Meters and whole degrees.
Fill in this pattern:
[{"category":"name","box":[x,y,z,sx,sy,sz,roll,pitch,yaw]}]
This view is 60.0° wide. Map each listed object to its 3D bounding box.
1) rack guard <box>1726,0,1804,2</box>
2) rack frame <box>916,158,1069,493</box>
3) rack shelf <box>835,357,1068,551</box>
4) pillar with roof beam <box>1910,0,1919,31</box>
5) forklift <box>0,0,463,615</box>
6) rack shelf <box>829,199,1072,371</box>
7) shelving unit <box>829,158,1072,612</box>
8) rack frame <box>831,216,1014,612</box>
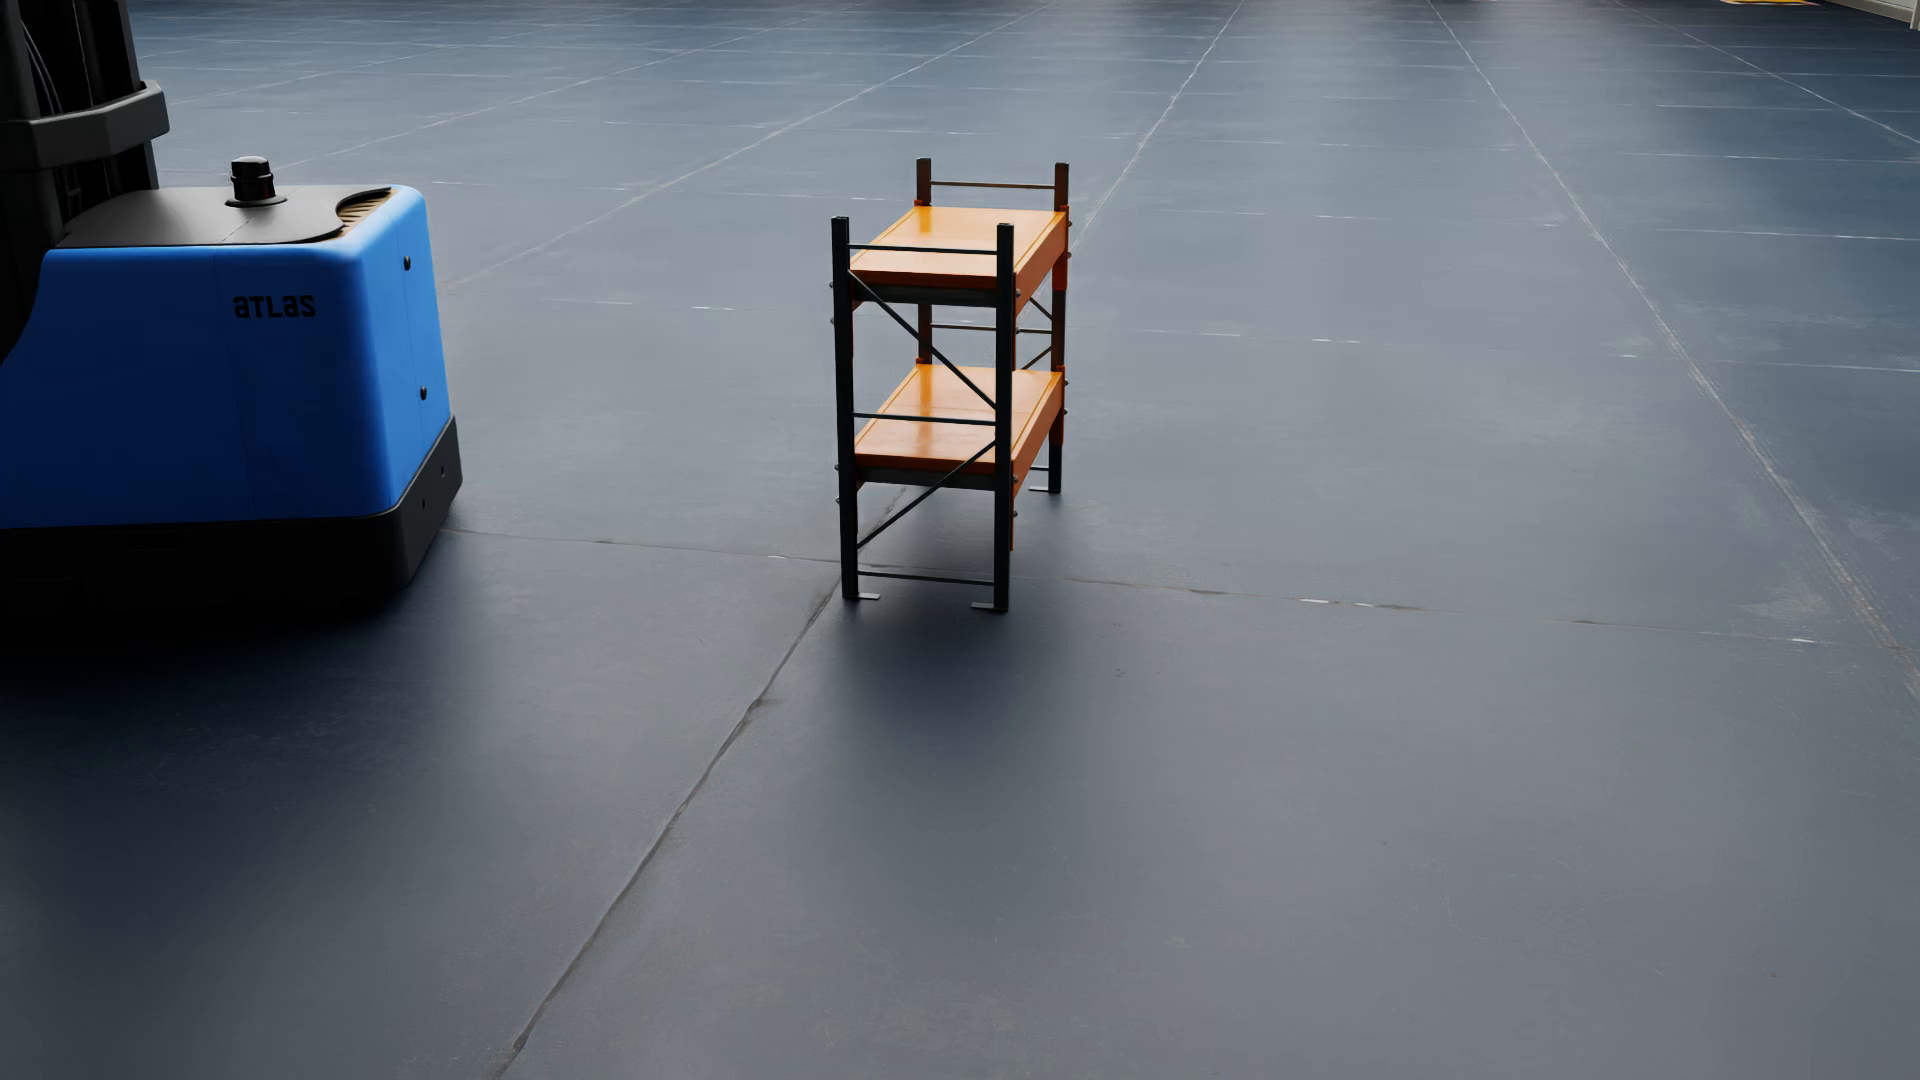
[{"category":"rack guard","box":[13.266,-9.130,27.355,1.175,0.500,0.348,4,22,11]},{"category":"rack frame","box":[0.105,-0.710,5.611,0.500,1.125,0.032,4,22,11]},{"category":"rack shelf","box":[0.001,-0.297,5.241,0.538,0.278,1.000,4,22,11]},{"category":"pillar with roof beam","box":[8.856,-11.401,21.617,9.100,9.000,0.400,4,22,11]},{"category":"forklift","box":[-3.156,-1.275,4.597,3.031,2.935,1.130,-2,22,-5]},{"category":"rack shelf","box":[0.001,-0.796,5.040,0.538,0.278,1.000,4,22,11]},{"category":"shelving unit","box":[0.001,-0.524,5.150,0.538,1.125,1.048,4,22,11]},{"category":"rack frame","box":[-0.102,-0.338,4.688,0.500,1.125,0.032,4,22,11]}]
